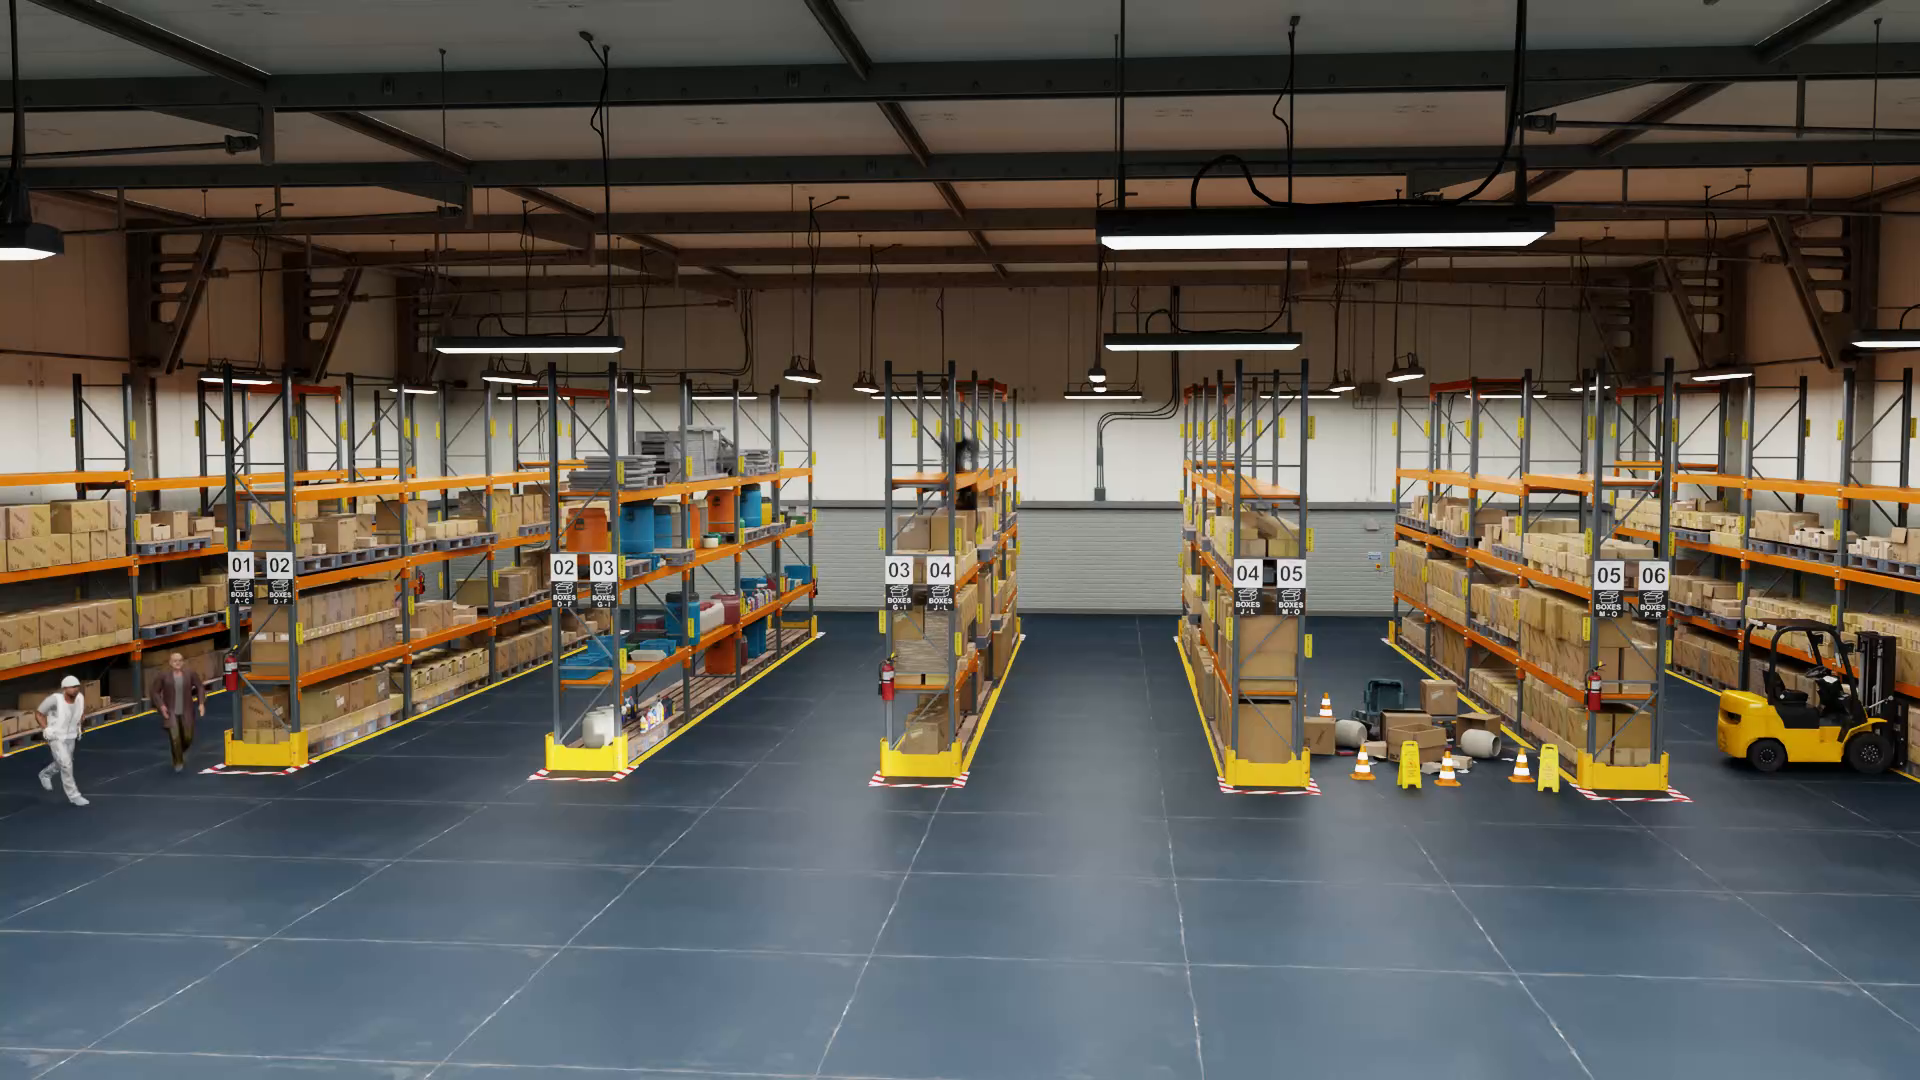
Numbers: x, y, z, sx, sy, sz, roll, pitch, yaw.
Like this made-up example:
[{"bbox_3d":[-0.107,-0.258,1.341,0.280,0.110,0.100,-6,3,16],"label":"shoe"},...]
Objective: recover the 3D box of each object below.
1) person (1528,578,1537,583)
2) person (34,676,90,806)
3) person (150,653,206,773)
[{"bbox_3d":[12.841,1.695,37.173,0.573,1.719,0.940,-1,4,-21],"label":"person"},{"bbox_3d":[-12.121,2.669,22.355,1.045,1.731,0.668,2,4,31],"label":"person"},{"bbox_3d":[-11.542,2.526,24.541,0.741,1.739,0.672,-2,4,-33],"label":"person"}]
